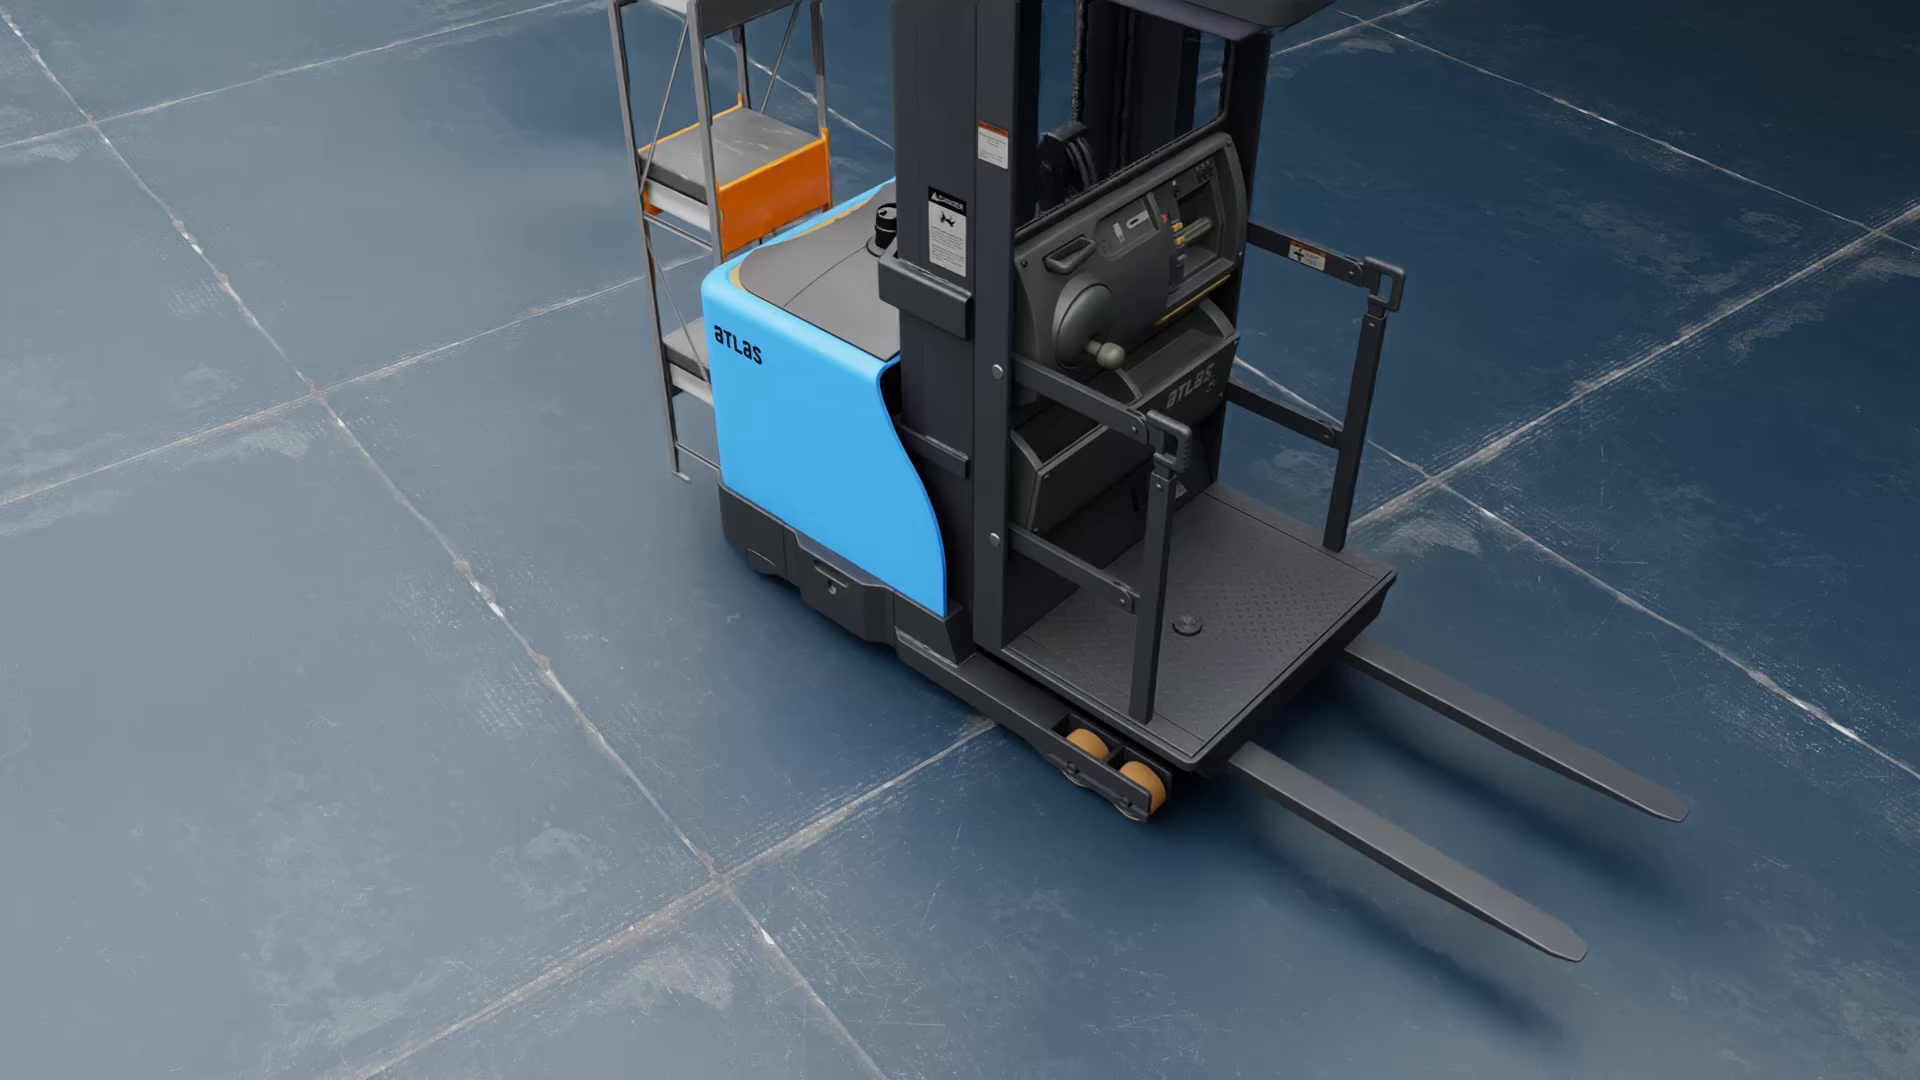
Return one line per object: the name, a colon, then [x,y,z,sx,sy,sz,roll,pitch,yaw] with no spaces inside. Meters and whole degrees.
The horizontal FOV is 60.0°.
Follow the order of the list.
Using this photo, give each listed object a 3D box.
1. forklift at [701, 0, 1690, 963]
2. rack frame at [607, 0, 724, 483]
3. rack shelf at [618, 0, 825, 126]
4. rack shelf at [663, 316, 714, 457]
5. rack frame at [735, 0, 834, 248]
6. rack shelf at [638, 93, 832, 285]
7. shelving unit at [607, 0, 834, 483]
forklift: [0.629,-0.711,4.305,3.031,2.935,1.130,30,48,31]
rack frame: [-0.893,-0.975,5.283,0.400,2.100,0.015,29,47,30]
rack shelf: [-0.733,-1.623,4.991,0.431,0.518,0.480,29,47,30]
rack shelf: [-0.733,-0.541,5.879,0.431,0.518,0.480,29,47,30]
rack frame: [-0.573,-1.209,5.569,0.400,2.100,0.015,29,47,30]
rack shelf: [-0.733,-1.082,5.435,0.431,0.518,0.480,29,47,30]
shelving unit: [-0.733,-1.092,5.426,0.431,2.100,0.503,29,47,30]
